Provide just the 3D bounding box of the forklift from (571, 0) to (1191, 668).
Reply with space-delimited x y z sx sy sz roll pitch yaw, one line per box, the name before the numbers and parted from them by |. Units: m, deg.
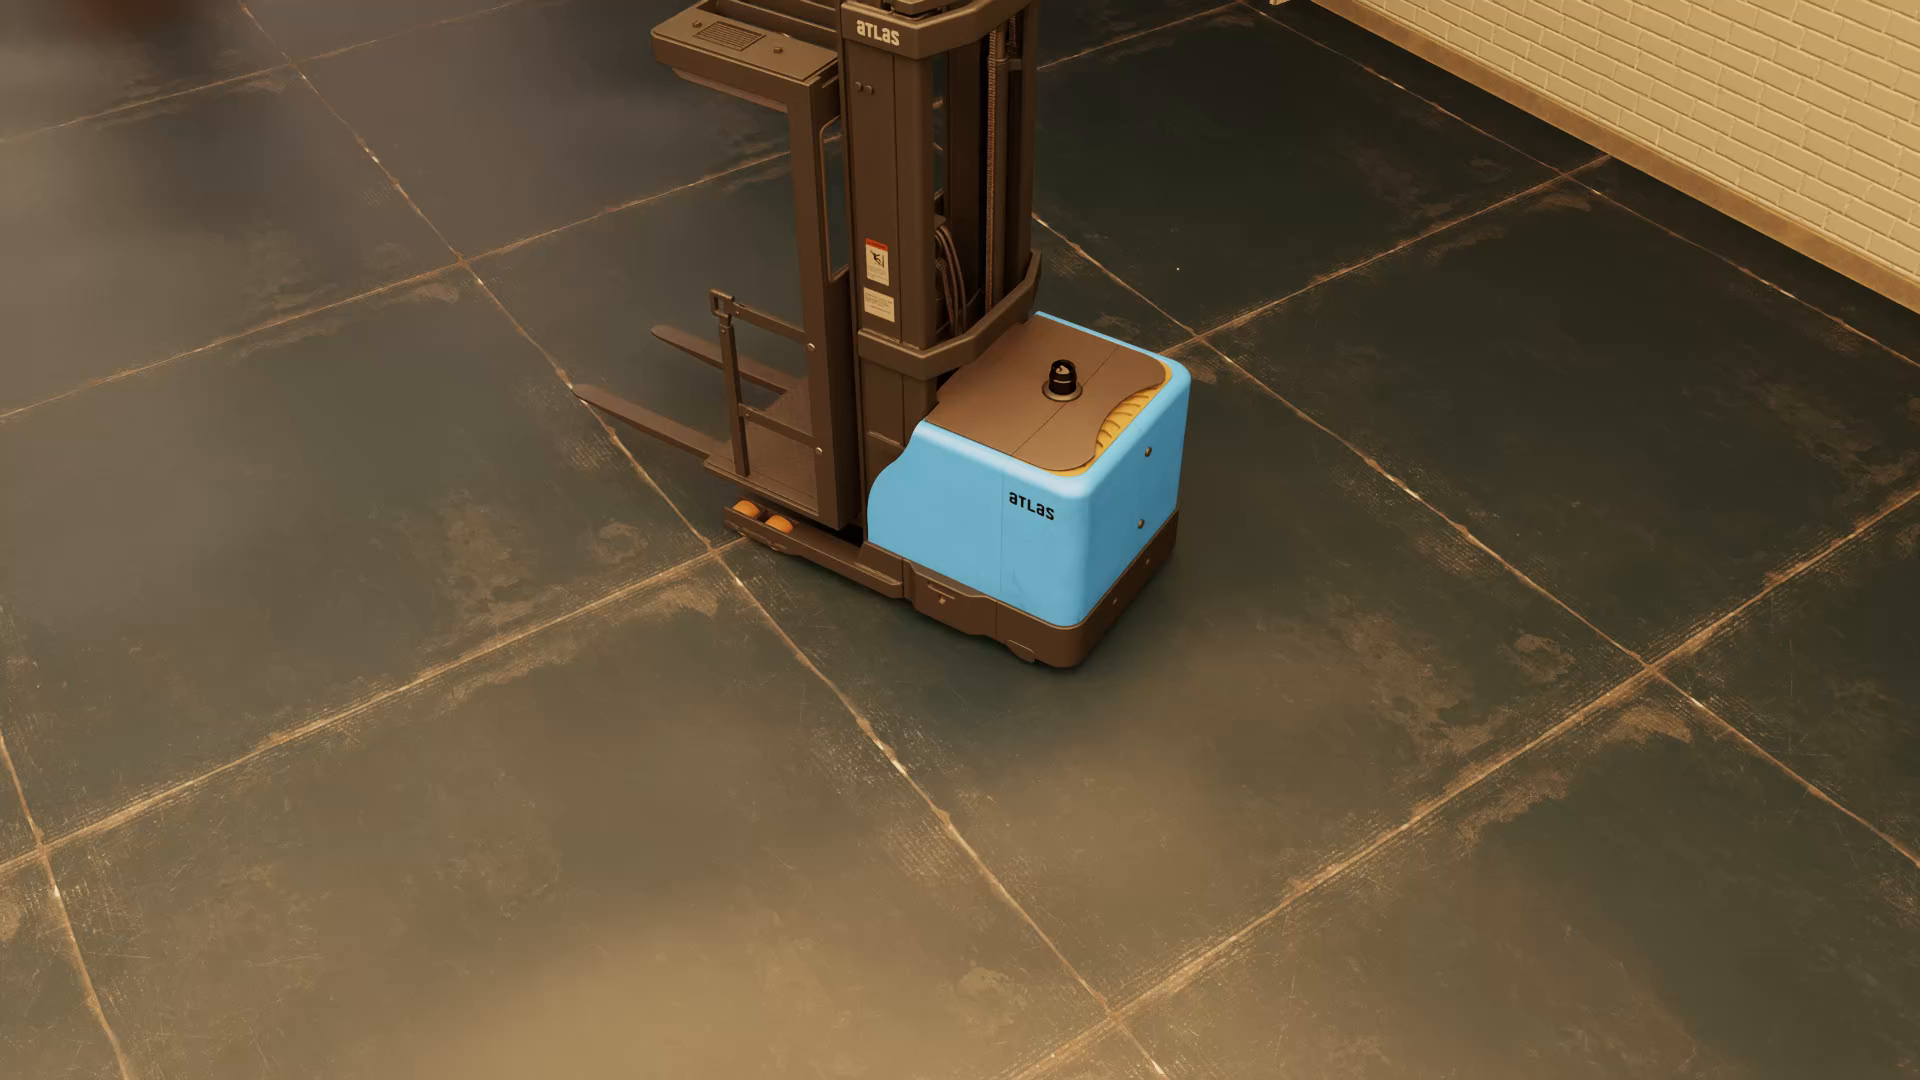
forklift | -0.511 -1.302 7.129 3.031 2.935 1.130 24 48 24
